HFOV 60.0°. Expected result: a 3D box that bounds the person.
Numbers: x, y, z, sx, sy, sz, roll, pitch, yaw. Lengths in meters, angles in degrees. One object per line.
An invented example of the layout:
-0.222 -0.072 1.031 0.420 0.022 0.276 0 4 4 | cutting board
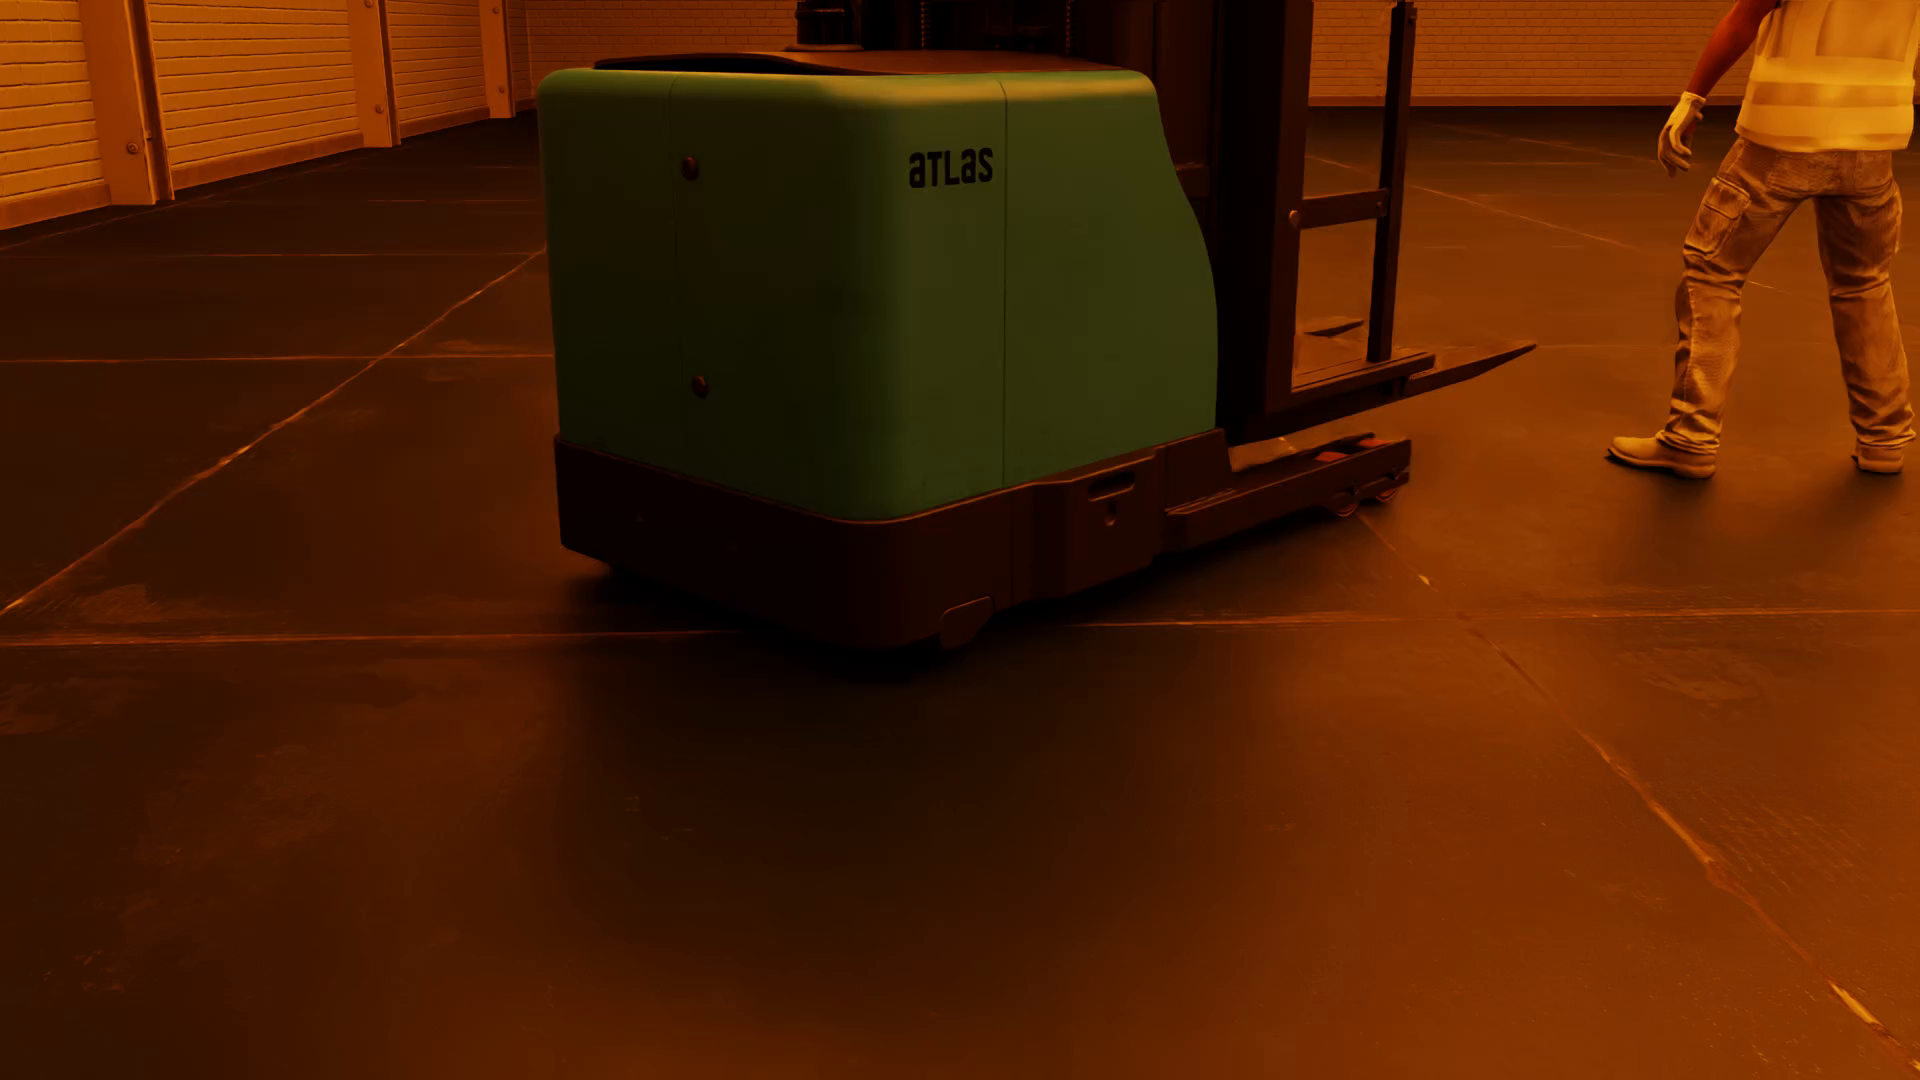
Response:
2.278 -1.048 4.399 0.937 1.733 0.433 -1 17 -3 | person

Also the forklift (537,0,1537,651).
0.504 -1.547 3.965 1.130 2.935 3.031 16 23 41 | forklift
